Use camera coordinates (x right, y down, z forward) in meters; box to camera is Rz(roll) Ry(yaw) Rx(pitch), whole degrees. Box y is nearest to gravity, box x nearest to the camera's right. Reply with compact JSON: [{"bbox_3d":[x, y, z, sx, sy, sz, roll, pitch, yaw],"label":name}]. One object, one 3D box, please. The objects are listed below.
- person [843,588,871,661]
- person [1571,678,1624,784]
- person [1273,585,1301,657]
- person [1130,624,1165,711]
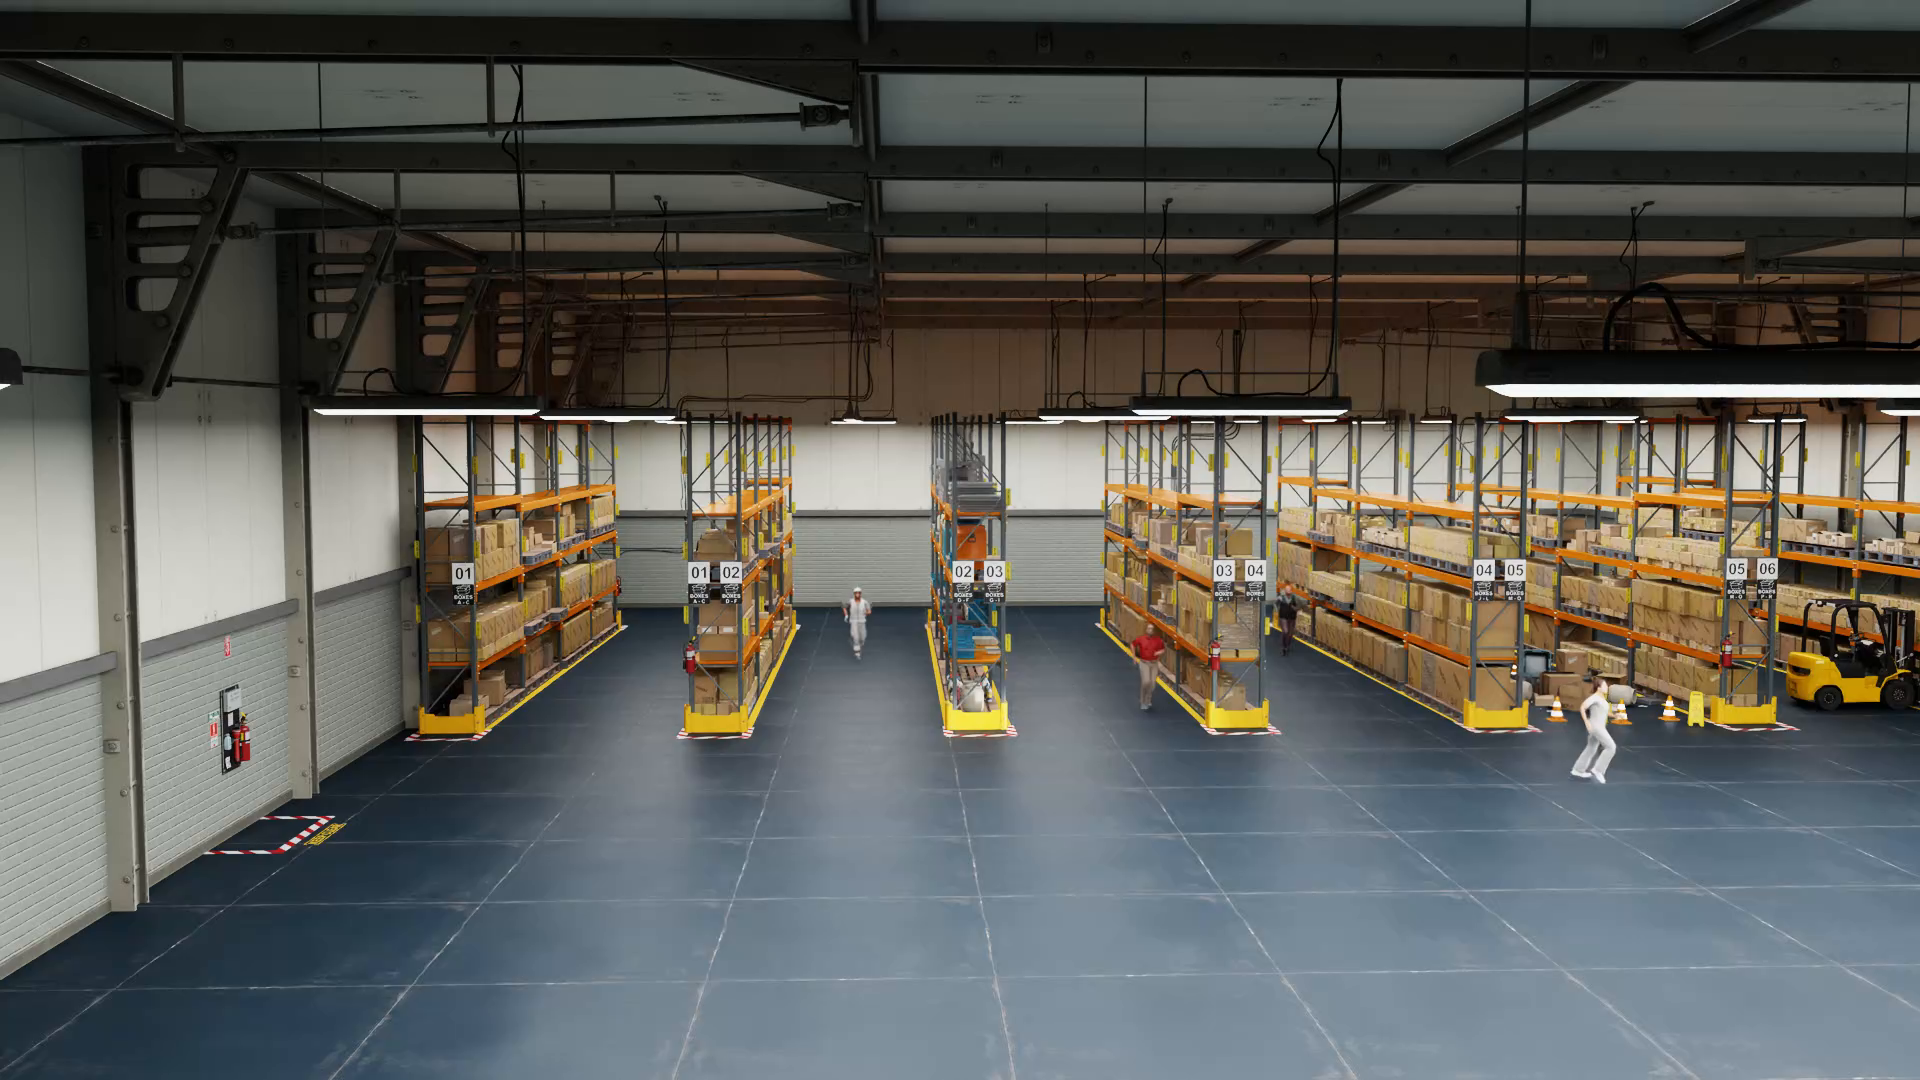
[{"bbox_3d":[-2.507,2.049,40.792,0.667,1.768,0.967,-1,4,-12],"label":"person"},{"bbox_3d":[10.268,3.068,26.773,0.787,1.684,0.527,2,4,29],"label":"person"},{"bbox_3d":[8.209,2.026,41.688,0.630,1.780,0.776,0,4,-5],"label":"person"},{"bbox_3d":[3.837,2.580,33.686,0.646,1.756,0.686,-1,4,-11],"label":"person"}]
